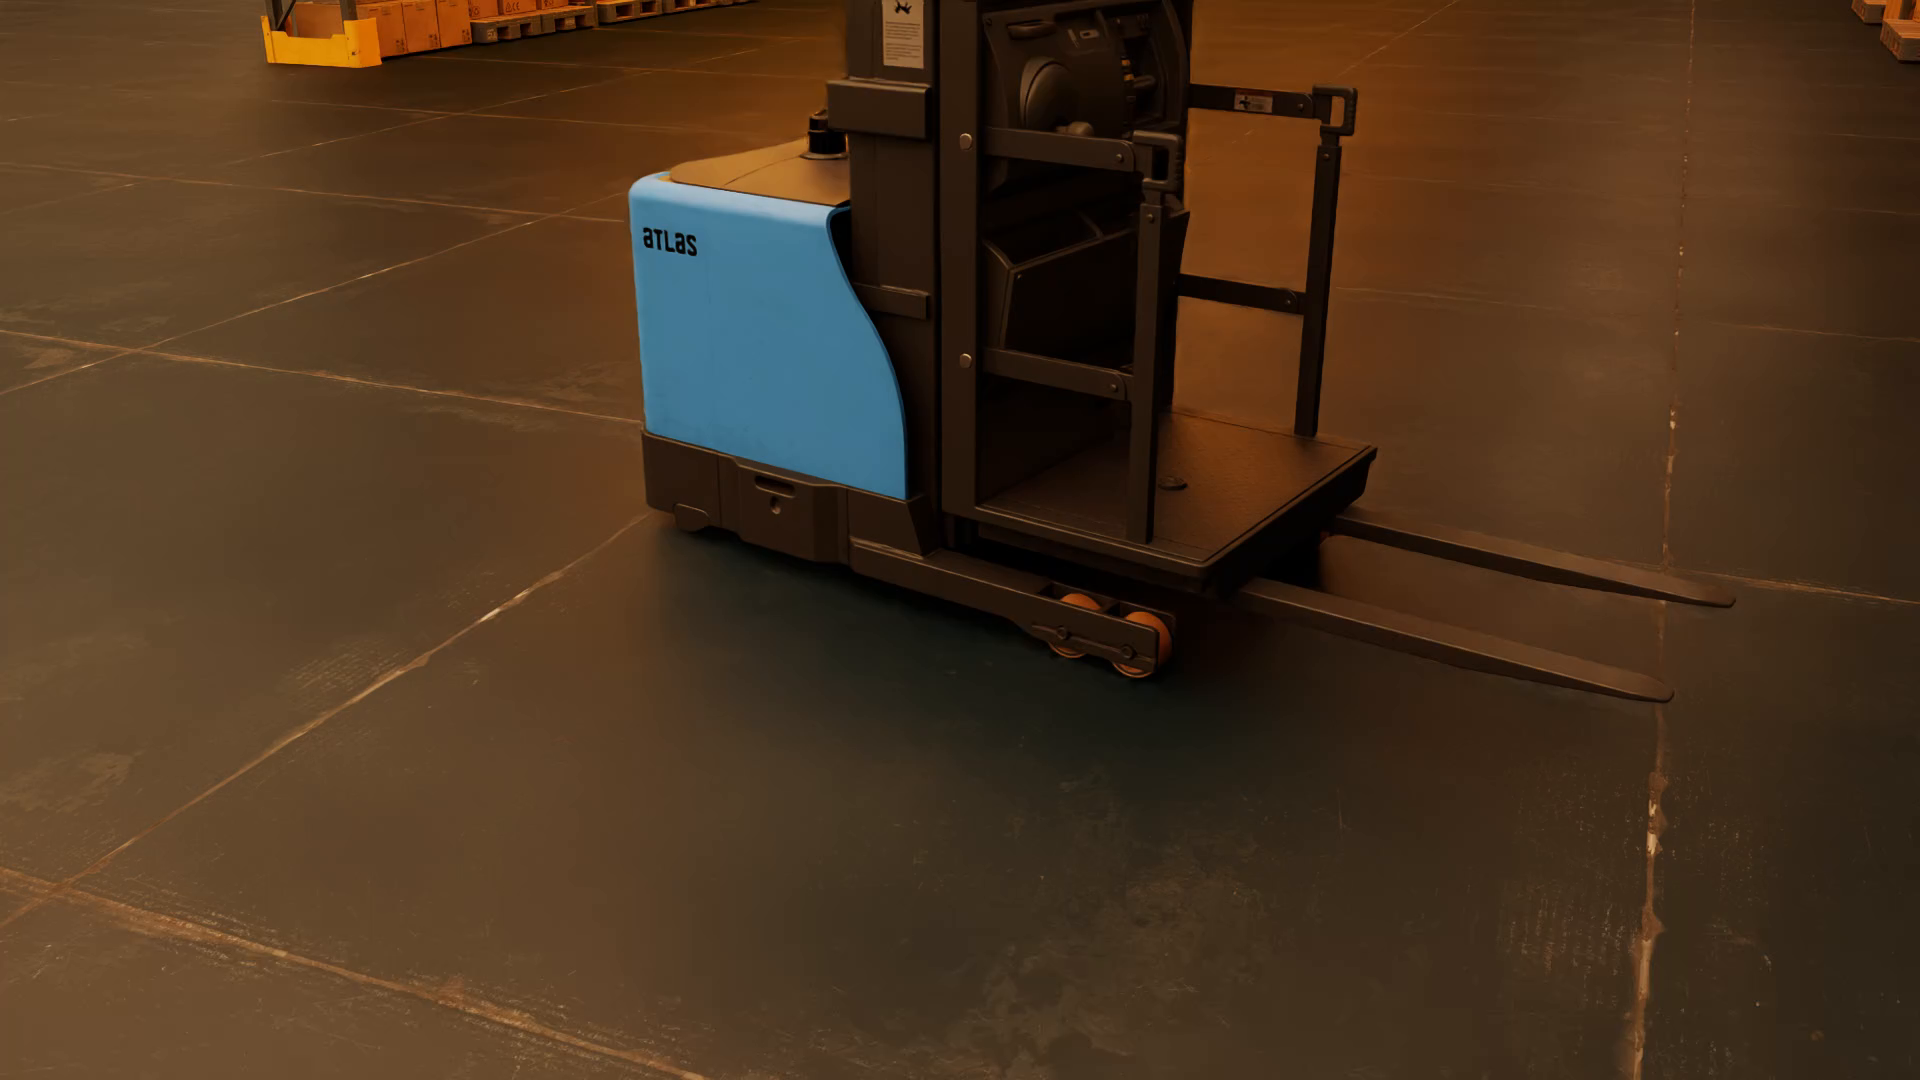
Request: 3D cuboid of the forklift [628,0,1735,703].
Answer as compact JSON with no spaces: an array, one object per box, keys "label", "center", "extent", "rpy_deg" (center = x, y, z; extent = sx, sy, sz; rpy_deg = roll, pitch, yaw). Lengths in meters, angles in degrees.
[{"label":"forklift","center":[0.515,-1.233,4.241],"extent":[3.031,2.935,1.130],"rpy_deg":[15,27,32]}]
